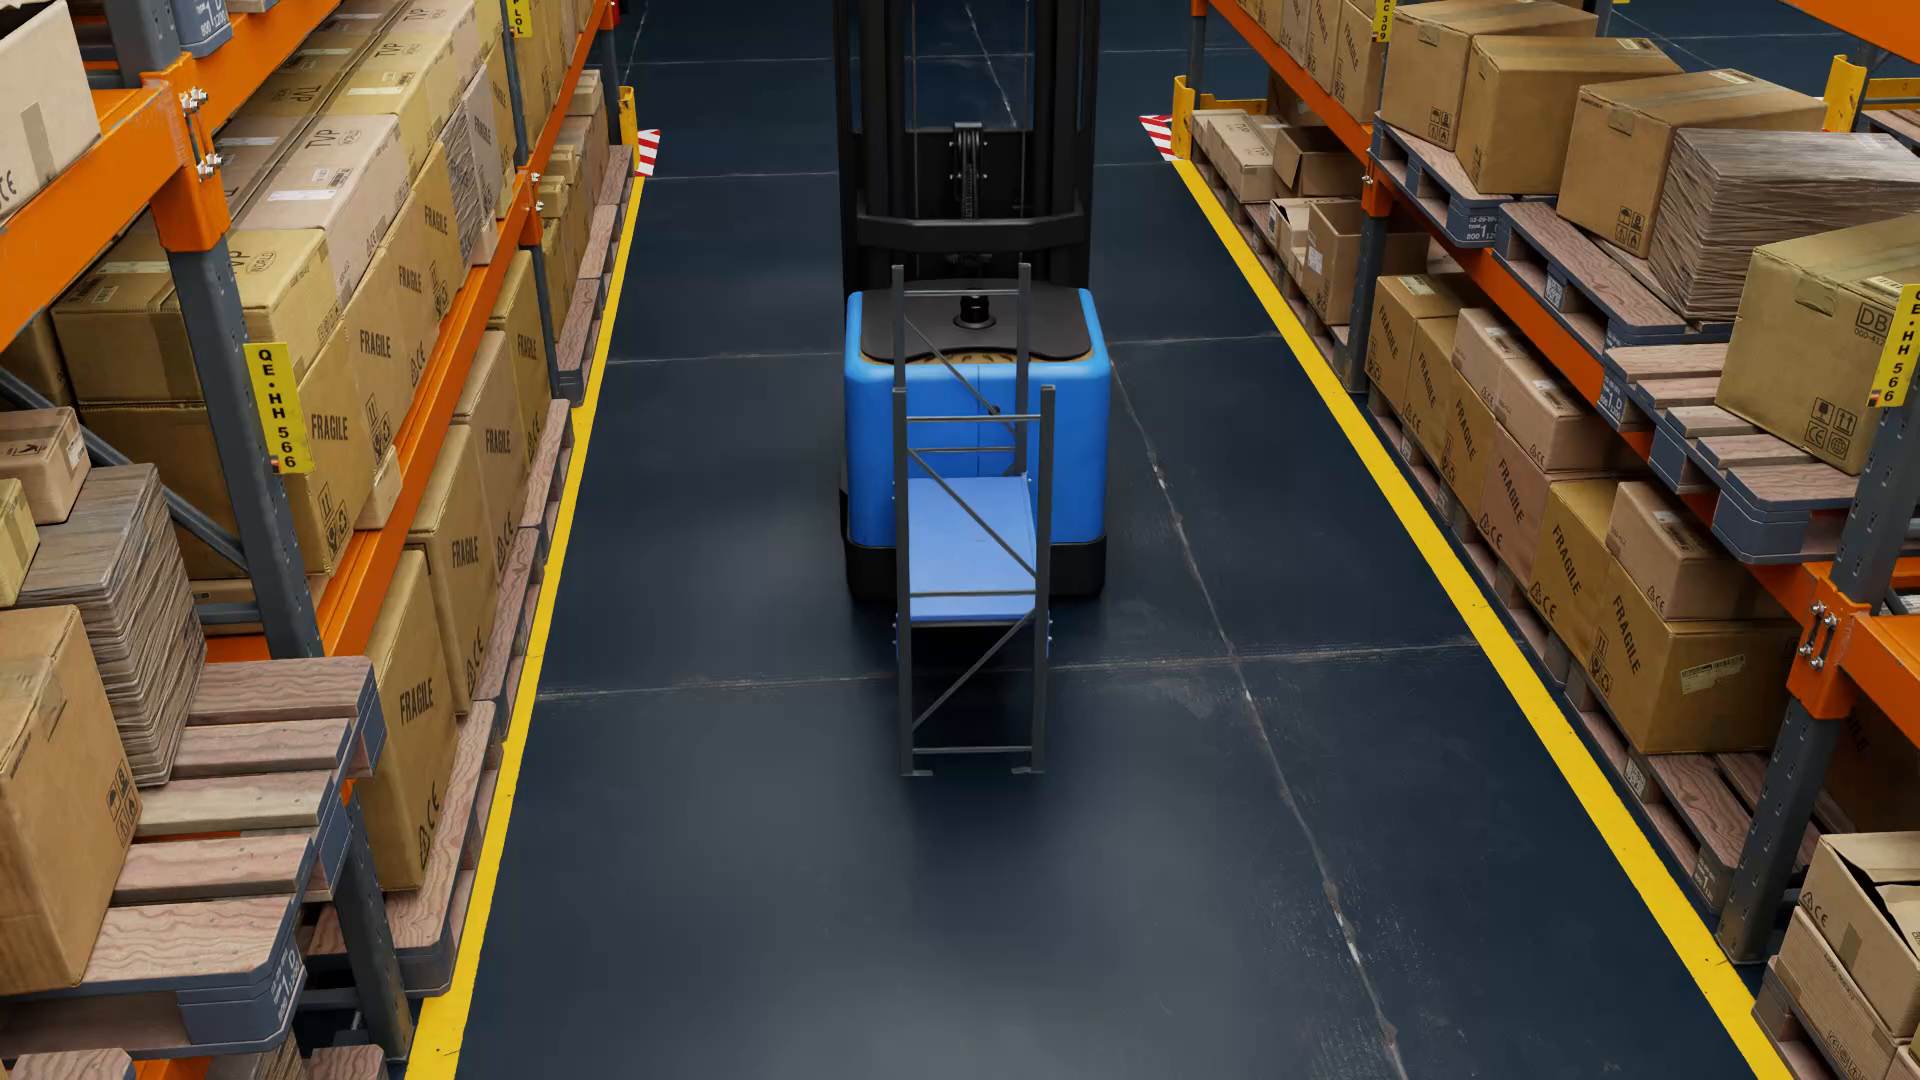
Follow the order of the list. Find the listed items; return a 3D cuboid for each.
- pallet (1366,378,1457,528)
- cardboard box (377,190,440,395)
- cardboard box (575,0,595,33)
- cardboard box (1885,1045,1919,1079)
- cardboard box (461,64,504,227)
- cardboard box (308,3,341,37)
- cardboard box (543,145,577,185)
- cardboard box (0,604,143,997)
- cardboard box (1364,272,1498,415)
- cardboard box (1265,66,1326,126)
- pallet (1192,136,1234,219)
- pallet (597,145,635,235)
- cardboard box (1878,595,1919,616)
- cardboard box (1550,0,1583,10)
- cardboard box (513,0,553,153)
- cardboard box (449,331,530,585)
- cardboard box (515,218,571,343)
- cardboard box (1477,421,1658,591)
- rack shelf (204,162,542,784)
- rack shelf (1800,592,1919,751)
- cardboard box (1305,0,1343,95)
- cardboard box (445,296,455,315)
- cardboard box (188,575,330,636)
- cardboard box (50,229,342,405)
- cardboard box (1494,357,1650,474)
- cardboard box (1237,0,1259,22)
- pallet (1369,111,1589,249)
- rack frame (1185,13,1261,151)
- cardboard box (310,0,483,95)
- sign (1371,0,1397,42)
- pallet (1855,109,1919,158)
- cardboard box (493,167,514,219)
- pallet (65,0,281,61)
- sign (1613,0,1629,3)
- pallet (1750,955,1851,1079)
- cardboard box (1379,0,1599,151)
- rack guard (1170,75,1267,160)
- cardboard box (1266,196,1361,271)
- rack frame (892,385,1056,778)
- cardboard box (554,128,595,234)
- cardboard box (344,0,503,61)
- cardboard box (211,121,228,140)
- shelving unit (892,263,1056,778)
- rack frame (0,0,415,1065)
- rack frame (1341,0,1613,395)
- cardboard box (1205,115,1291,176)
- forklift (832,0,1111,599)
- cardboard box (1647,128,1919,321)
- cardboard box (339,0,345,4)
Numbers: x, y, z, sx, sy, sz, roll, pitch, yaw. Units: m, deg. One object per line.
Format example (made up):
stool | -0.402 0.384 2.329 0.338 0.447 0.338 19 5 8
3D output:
pallet | 2.588 -0.472 7.835 1.003 0.211 1.213 -3 31 -5
cardboard box | -1.959 -0.762 5.194 0.500 0.500 0.500 -3 31 -5
cardboard box | -2.694 -3.384 9.698 0.980 0.700 0.700 -3 31 -5
cardboard box | 2.652 1.497 4.090 0.500 0.250 0.500 -4 31 -6
cardboard box | -2.106 -1.539 6.495 0.500 0.500 0.500 -3 31 -4
cardboard box | -2.618 -1.831 6.252 0.500 0.250 0.500 -2 31 -4
cardboard box | -2.324 -2.066 9.180 0.380 0.149 0.250 -4 31 -6
cardboard box | -1.951 0.490 2.978 0.700 0.500 0.500 -6 31 -9
cardboard box | 2.277 -0.940 7.907 0.500 0.500 0.500 -4 31 -7
cardboard box | 2.397 -2.975 11.314 0.500 0.500 0.500 -3 31 -5
pallet | 2.183 -2.482 11.200 1.003 0.211 1.213 -3 31 -5
pallet | -2.678 -2.284 10.869 1.003 0.211 1.213 -3 31 -5
cardboard box | 3.036 0.330 5.780 0.500 0.500 0.500 -4 31 -6
cardboard box | 2.710 -2.809 7.956 0.500 0.500 0.500 -2 31 -3
cardboard box | -2.492 -2.250 7.800 0.980 0.700 0.700 -2 31 -4
cardboard box | -2.181 -0.322 6.551 0.750 0.750 0.750 -2 31 -3
cardboard box | -2.425 -1.338 8.592 0.700 0.500 0.500 -2 31 -4
cardboard box | 2.424 -0.155 6.592 0.500 0.500 0.500 -4 31 -6
rack shelf | -2.270 -0.514 5.887 1.077 0.370 4.000 -3 31 -5
rack shelf | 3.035 1.289 2.868 1.077 0.370 4.000 -3 31 -5
cardboard box | 2.123 -2.632 8.634 0.500 0.500 0.500 -2 31 -3
cardboard box | -2.069 -0.935 6.115 0.380 0.149 0.250 -4 31 -6
cardboard box | -1.884 0.119 4.352 0.380 0.149 0.250 -3 31 -5
cardboard box | -1.872 -0.562 4.127 0.500 0.250 0.500 -2 31 -3
cardboard box | 2.418 -0.495 6.432 0.500 0.250 0.500 -3 31 -6
cardboard box | 1.977 -3.409 9.935 0.500 0.500 0.500 -3 31 -5
pallet | 2.440 -1.587 7.170 1.003 0.211 1.213 -3 31 -5
rack frame | 2.101 -4.125 11.231 1.000 3.000 0.127 -3 31 -5
cardboard box | -2.121 -1.857 6.296 0.500 0.250 0.500 -2 31 -4
sign | 1.935 -2.425 7.540 0.100 0.325 0.005 -3 31 -5
pallet | 7.071 -2.741 11.632 1.003 0.211 1.213 -3 31 -5
cardboard box | -2.097 -1.458 6.991 0.380 0.149 0.250 -2 31 -4
pallet | -2.197 -1.334 3.818 1.213 0.211 1.003 -1 31 -2
sign | 3.027 -2.609 7.563 0.100 0.325 0.005 -3 31 -5
pallet | 2.886 1.578 4.401 1.003 0.211 1.213 -3 31 -5
cardboard box | 2.296 -2.054 7.256 0.700 0.500 0.500 -13 33 -21
rack guard | 2.108 -3.013 11.807 1.175 0.500 0.348 -3 31 -5
cardboard box | 2.069 -1.778 9.494 0.500 0.311 0.500 -3 31 -5
rack frame | 0.043 0.179 5.487 0.500 1.500 0.032 -1 31 -2
cardboard box | -2.572 -2.128 9.916 0.700 0.500 0.500 -4 31 -6
cardboard box | -2.159 -2.119 6.734 0.500 0.250 0.500 -2 31 -3
cardboard box | -2.474 -1.049 4.942 0.500 0.250 0.500 -4 31 -6
shelving unit | 0.024 -0.081 5.923 0.538 1.500 1.048 -1 31 -2
rack frame | -2.084 0.198 3.993 1.000 3.000 0.127 -3 31 -5
rack frame | 2.474 -2.083 7.812 1.000 3.000 0.127 -3 31 -5
cardboard box | 1.916 -2.587 10.909 0.500 0.250 0.500 -3 31 -5
forklift | 0.016 -1.742 7.308 1.130 2.935 3.031 -1 31 -2
cardboard box | 2.782 -1.056 5.586 0.700 0.500 0.500 3 31 5
cardboard box | -2.674 -2.098 6.698 0.500 0.250 0.500 -2 31 -3
